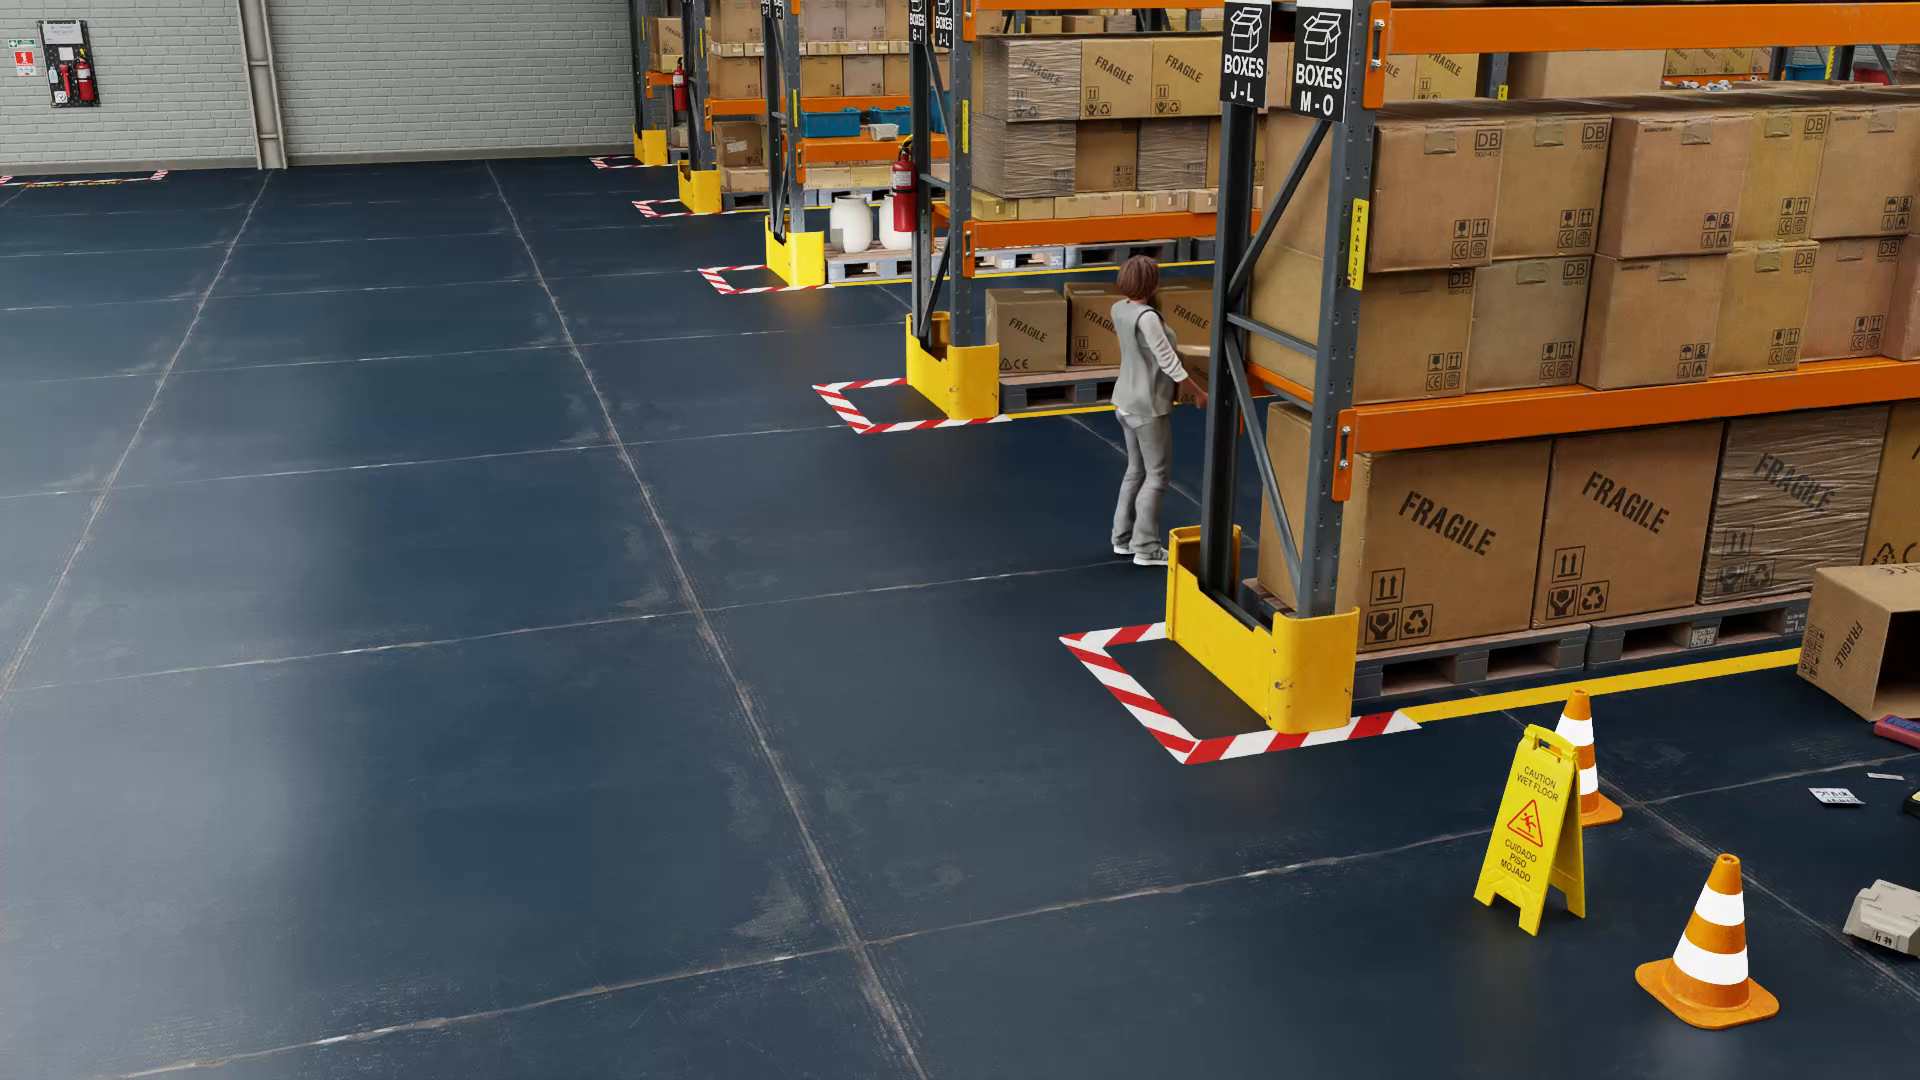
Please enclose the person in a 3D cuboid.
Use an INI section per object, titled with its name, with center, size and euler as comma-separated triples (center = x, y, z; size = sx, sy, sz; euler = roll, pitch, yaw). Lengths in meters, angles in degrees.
[person]
center = 1.017, -0.652, 8.453
size = 0.496, 1.576, 0.404
euler = -6, 20, -16
